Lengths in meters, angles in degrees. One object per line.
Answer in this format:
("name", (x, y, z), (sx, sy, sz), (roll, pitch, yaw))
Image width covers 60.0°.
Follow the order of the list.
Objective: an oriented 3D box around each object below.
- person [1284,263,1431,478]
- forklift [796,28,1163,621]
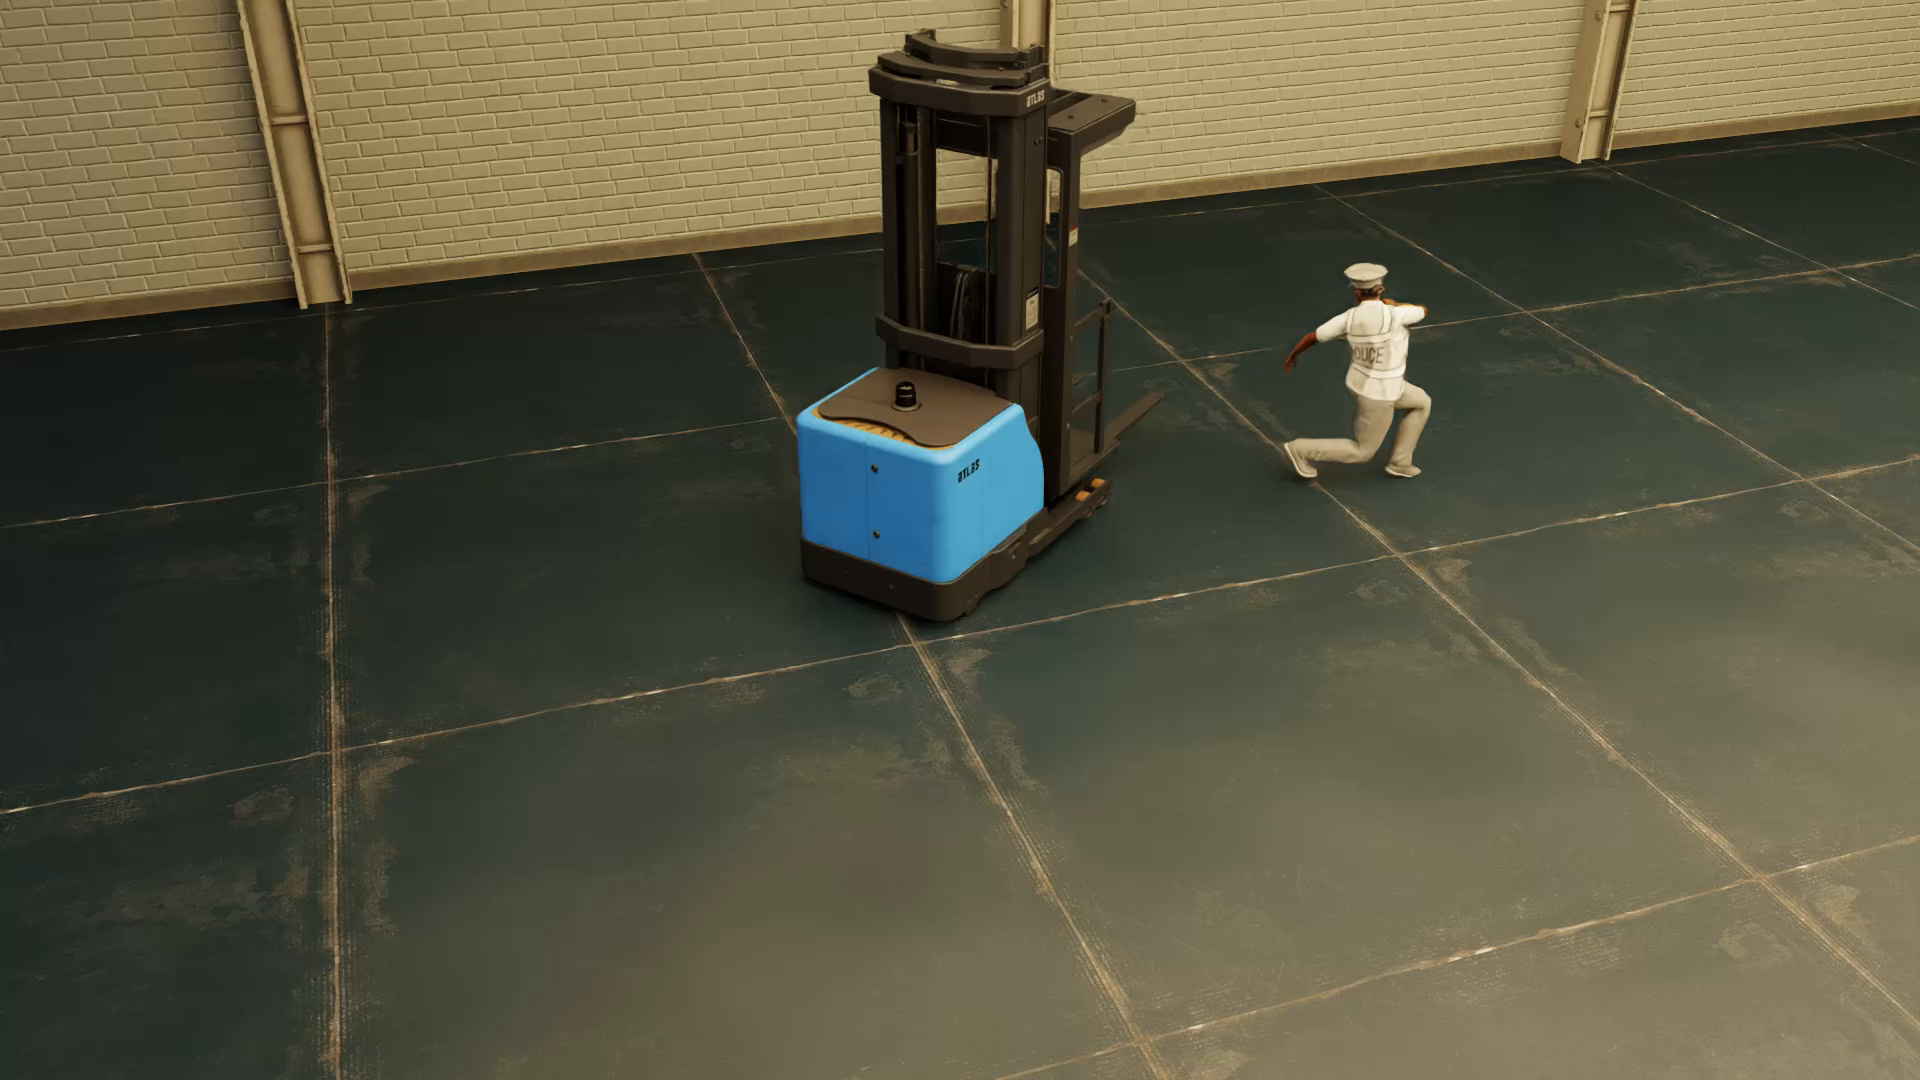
("person", (2.509, -1.050, 10.490), (0.921, 1.430, 0.714), (-8, 31, -13))
("forklift", (0.295, -1.520, 9.728), (1.130, 2.935, 3.031), (17, 34, 27))
